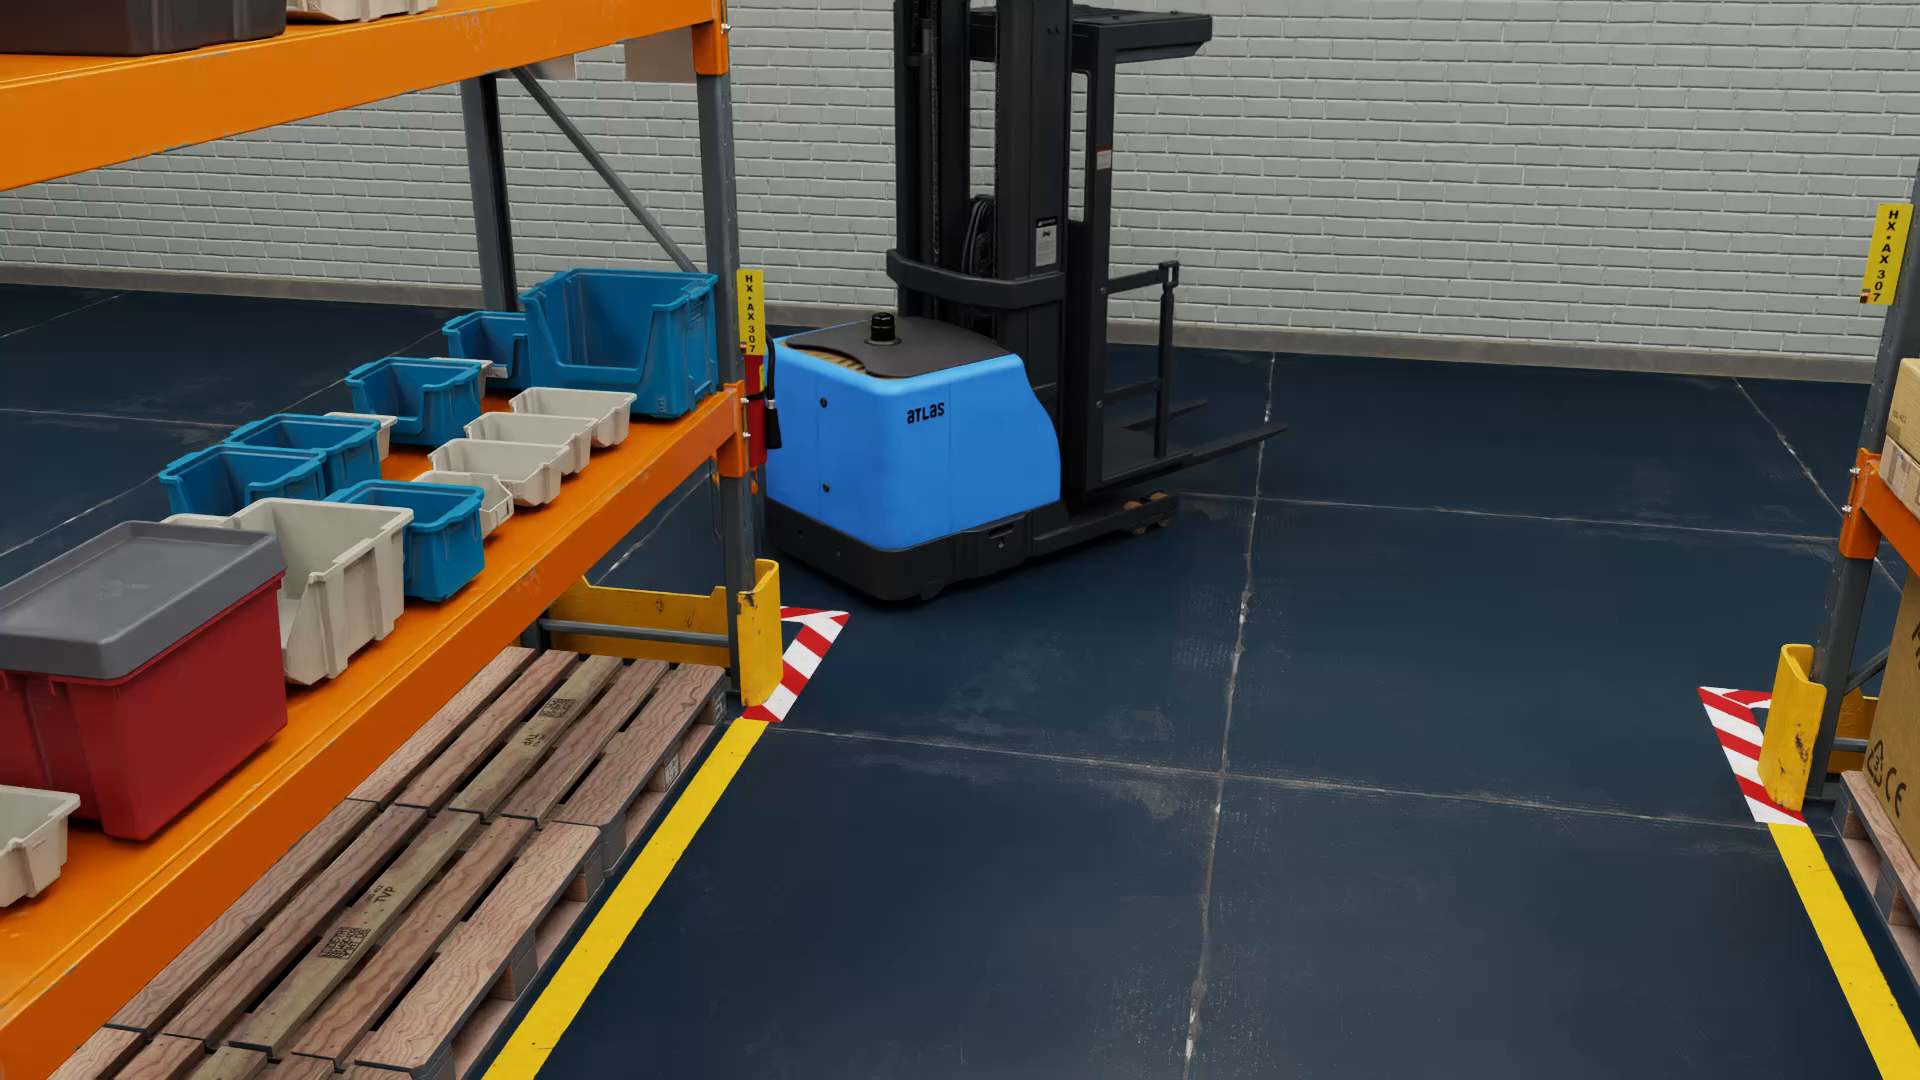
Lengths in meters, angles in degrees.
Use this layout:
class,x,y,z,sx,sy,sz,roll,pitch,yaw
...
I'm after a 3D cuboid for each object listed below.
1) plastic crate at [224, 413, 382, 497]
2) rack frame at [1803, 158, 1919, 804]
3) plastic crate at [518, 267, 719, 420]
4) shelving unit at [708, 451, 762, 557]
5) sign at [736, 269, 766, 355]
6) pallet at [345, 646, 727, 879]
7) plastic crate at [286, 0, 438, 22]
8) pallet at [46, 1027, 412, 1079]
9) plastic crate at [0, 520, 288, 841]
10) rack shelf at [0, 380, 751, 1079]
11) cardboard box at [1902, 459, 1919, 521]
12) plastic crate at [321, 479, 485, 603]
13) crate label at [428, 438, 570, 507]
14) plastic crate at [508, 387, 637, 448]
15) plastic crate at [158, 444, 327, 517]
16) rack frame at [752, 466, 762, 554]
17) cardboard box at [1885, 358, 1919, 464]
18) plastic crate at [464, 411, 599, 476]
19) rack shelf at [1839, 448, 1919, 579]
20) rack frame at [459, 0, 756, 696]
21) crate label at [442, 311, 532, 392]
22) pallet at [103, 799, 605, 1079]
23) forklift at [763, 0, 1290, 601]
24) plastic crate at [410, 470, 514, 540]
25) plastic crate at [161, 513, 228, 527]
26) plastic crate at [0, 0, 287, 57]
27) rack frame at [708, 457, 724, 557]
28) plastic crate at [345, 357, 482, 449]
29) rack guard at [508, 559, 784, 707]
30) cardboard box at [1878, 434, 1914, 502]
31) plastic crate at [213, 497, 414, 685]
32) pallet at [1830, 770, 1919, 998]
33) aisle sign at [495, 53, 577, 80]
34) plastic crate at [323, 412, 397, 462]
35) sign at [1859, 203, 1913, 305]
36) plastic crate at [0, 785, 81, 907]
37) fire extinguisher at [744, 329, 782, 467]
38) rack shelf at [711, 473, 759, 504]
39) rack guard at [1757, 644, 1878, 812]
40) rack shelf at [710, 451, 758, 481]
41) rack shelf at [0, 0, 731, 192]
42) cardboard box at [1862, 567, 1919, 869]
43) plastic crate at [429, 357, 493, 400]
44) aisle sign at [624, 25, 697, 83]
class,x,y,z,sx,sy,sz,roll,pitch,yaw
plastic crate,-1.966,-0.218,5.022,0.416,0.233,0.300,4,22,11
rack frame,3.524,-0.437,5.422,1.000,3.000,0.127,4,22,11
plastic crate,-1.210,-0.722,6.002,0.616,0.435,0.499,4,22,11
shelving unit,-1.106,-0.519,8.035,0.189,1.200,0.258,-8,23,-19
sign,-0.783,-0.854,6.240,0.100,0.325,0.005,4,22,11
pallet,-1.531,0.778,6.139,1.003,0.211,1.213,4,22,11
plastic crate,-1.503,-1.309,3.925,0.437,0.136,0.530,4,22,11
pallet,-2.029,1.670,3.923,1.003,0.211,1.213,4,22,11
plastic crate,-1.713,0.284,3.468,0.402,0.464,0.583,4,22,11
rack shelf,-1.733,0.251,4.678,1.077,0.370,4.000,4,22,11
cardboard box,3.078,-0.121,4.976,0.380,0.149,0.250,4,22,10
plastic crate,-1.492,0.006,4.466,0.416,0.233,0.300,4,22,11
crate label,-1.420,-0.199,5.105,0.396,0.136,0.243,4,22,11
plastic crate,-1.314,-0.408,5.623,0.396,0.136,0.243,4,22,11
plastic crate,-2.027,-0.108,4.750,0.416,0.233,0.300,4,22,11
rack frame,-1.020,-0.531,8.066,0.006,1.200,0.240,-8,23,-19
cardboard box,3.162,-0.350,5.010,0.500,0.250,0.500,4,22,9
plastic crate,-1.387,-0.303,5.363,0.396,0.136,0.243,4,22,11
rack shelf,3.116,0.629,3.740,1.077,0.370,4.000,4,22,11
rack frame,-1.324,-0.814,6.360,1.000,3.000,0.127,4,22,11
crate label,-1.697,-0.699,6.218,0.416,0.233,0.303,4,22,11
pallet,-1.782,1.223,5.035,1.003,0.211,1.213,4,22,11
forklift,0.492,-1.520,8.205,3.031,2.935,1.130,-18,28,-37
plastic crate,-1.462,-0.089,4.833,0.298,0.136,0.250,4,22,11
plastic crate,-2.080,0.084,4.404,0.293,0.136,0.466,4,22,11
plastic crate,-1.619,-1.115,3.268,0.497,0.269,0.590,4,22,11
rack frame,-1.191,-0.507,8.005,0.006,1.200,0.240,-8,23,-19
plastic crate,-1.831,-0.458,5.620,0.416,0.233,0.300,4,22,11
rack guard,-1.332,0.336,6.851,1.175,0.500,0.348,4,22,11
cardboard box,3.129,-0.215,5.209,0.380,0.149,0.250,5,22,12
plastic crate,-1.649,0.132,4.090,0.437,0.282,0.530,4,22,11
pallet,3.438,1.155,5.202,1.003,0.211,1.213,4,22,11
aisle sign,-1.601,-2.069,5.996,0.394,0.787,0.004,4,22,11
plastic crate,-1.982,-0.295,5.344,0.250,0.136,0.298,4,22,11
sign,2.982,-0.919,5.356,0.100,0.325,0.005,4,22,11
plastic crate,-1.906,0.584,3.161,0.396,0.136,0.243,4,22,11
fire extinguisher,-0.849,-0.626,6.495,0.296,0.674,0.183,4,22,11
rack shelf,-1.106,-0.255,8.142,0.180,0.103,0.258,-8,23,-19
rack guard,3.529,0.714,5.911,1.175,0.500,0.348,4,22,11
rack shelf,-1.106,-0.366,8.097,0.180,0.103,0.258,-8,23,-19
rack shelf,-1.733,-1.140,4.118,1.077,0.370,4.000,4,22,11
cardboard box,3.472,0.594,5.144,0.875,0.875,0.875,4,22,11
plastic crate,-1.844,-0.543,5.960,0.250,0.136,0.298,4,22,11
aisle sign,-1.023,-2.024,5.884,0.394,0.787,0.004,4,22,11
